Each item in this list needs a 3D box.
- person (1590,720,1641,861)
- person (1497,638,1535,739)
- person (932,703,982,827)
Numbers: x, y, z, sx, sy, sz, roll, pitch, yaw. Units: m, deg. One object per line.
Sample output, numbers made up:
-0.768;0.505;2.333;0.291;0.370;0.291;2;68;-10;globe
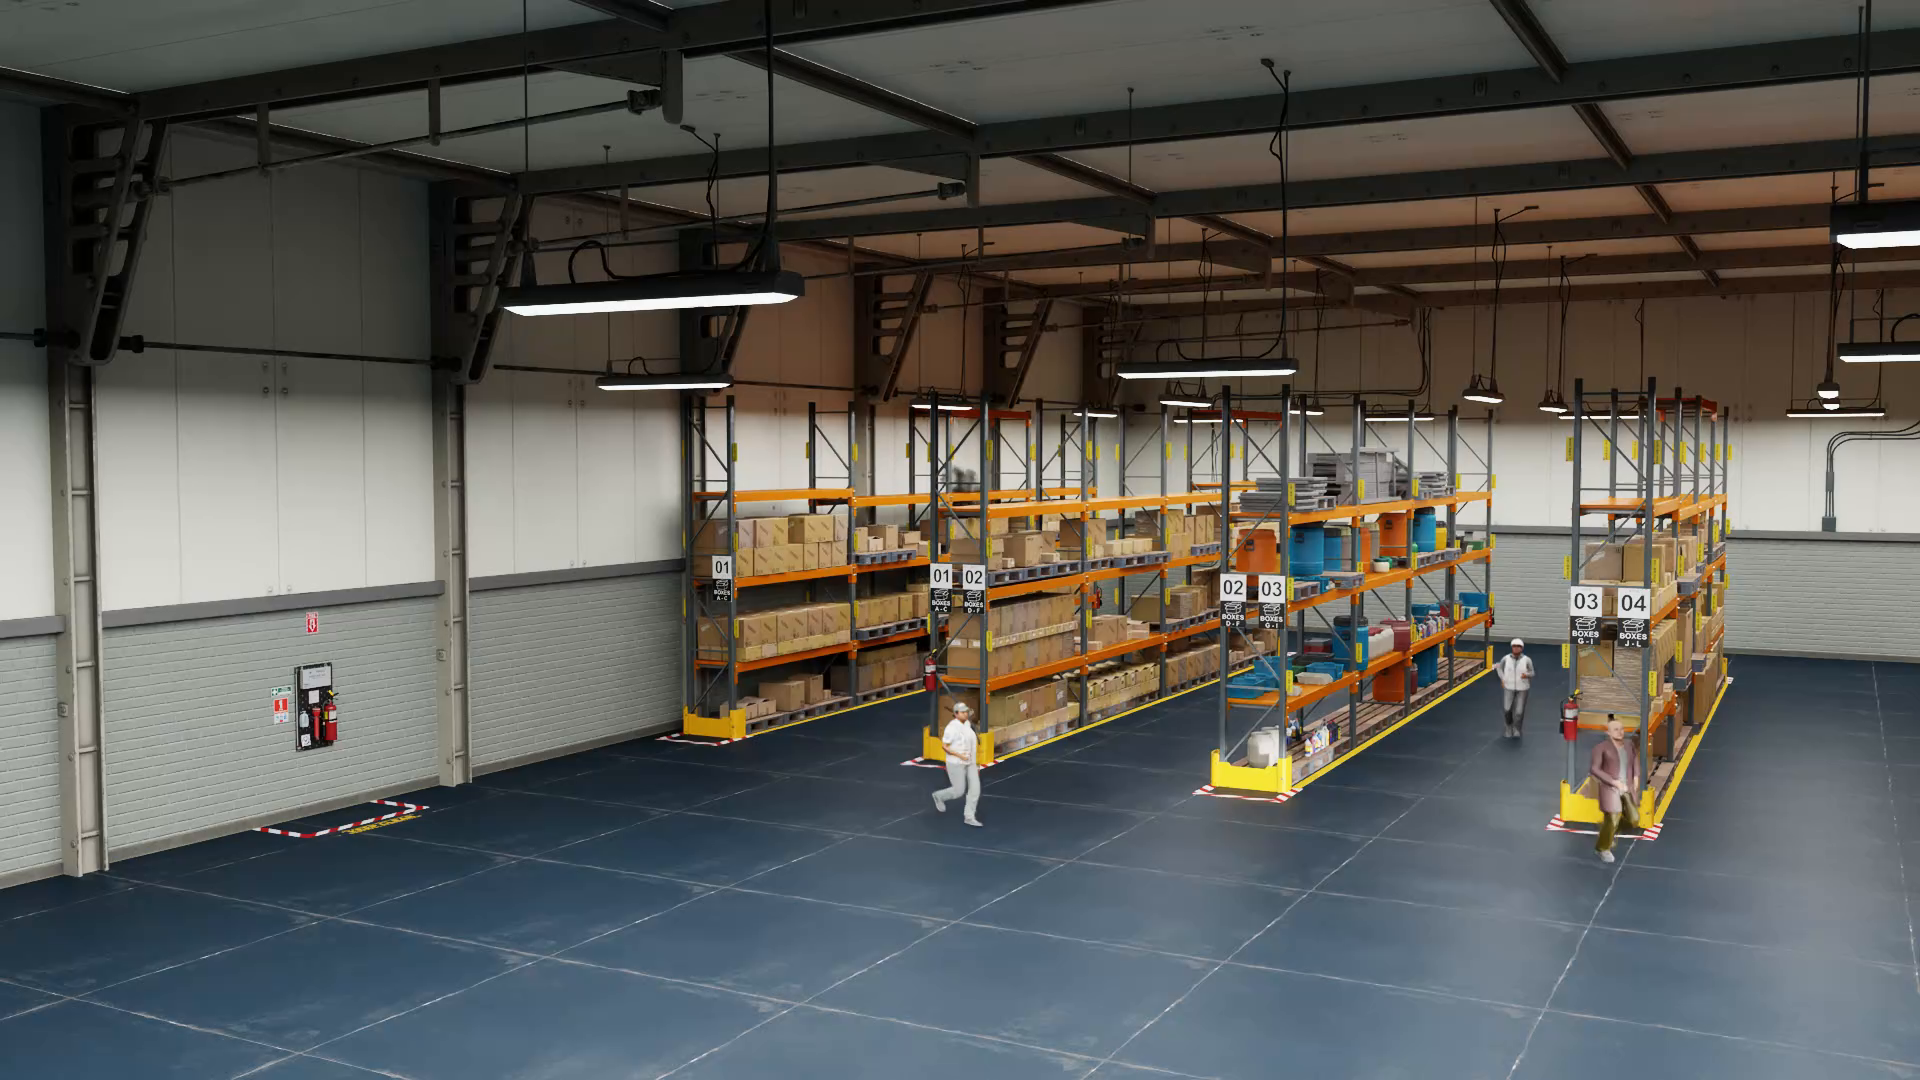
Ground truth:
8.040;3.070;20.305;0.741;1.740;0.693;-1;3;-12;person
9.625;2.602;28.962;0.562;1.765;0.647;1;3;21;person
-0.005;3.010;22.420;0.779;1.650;0.607;3;4;42;person
